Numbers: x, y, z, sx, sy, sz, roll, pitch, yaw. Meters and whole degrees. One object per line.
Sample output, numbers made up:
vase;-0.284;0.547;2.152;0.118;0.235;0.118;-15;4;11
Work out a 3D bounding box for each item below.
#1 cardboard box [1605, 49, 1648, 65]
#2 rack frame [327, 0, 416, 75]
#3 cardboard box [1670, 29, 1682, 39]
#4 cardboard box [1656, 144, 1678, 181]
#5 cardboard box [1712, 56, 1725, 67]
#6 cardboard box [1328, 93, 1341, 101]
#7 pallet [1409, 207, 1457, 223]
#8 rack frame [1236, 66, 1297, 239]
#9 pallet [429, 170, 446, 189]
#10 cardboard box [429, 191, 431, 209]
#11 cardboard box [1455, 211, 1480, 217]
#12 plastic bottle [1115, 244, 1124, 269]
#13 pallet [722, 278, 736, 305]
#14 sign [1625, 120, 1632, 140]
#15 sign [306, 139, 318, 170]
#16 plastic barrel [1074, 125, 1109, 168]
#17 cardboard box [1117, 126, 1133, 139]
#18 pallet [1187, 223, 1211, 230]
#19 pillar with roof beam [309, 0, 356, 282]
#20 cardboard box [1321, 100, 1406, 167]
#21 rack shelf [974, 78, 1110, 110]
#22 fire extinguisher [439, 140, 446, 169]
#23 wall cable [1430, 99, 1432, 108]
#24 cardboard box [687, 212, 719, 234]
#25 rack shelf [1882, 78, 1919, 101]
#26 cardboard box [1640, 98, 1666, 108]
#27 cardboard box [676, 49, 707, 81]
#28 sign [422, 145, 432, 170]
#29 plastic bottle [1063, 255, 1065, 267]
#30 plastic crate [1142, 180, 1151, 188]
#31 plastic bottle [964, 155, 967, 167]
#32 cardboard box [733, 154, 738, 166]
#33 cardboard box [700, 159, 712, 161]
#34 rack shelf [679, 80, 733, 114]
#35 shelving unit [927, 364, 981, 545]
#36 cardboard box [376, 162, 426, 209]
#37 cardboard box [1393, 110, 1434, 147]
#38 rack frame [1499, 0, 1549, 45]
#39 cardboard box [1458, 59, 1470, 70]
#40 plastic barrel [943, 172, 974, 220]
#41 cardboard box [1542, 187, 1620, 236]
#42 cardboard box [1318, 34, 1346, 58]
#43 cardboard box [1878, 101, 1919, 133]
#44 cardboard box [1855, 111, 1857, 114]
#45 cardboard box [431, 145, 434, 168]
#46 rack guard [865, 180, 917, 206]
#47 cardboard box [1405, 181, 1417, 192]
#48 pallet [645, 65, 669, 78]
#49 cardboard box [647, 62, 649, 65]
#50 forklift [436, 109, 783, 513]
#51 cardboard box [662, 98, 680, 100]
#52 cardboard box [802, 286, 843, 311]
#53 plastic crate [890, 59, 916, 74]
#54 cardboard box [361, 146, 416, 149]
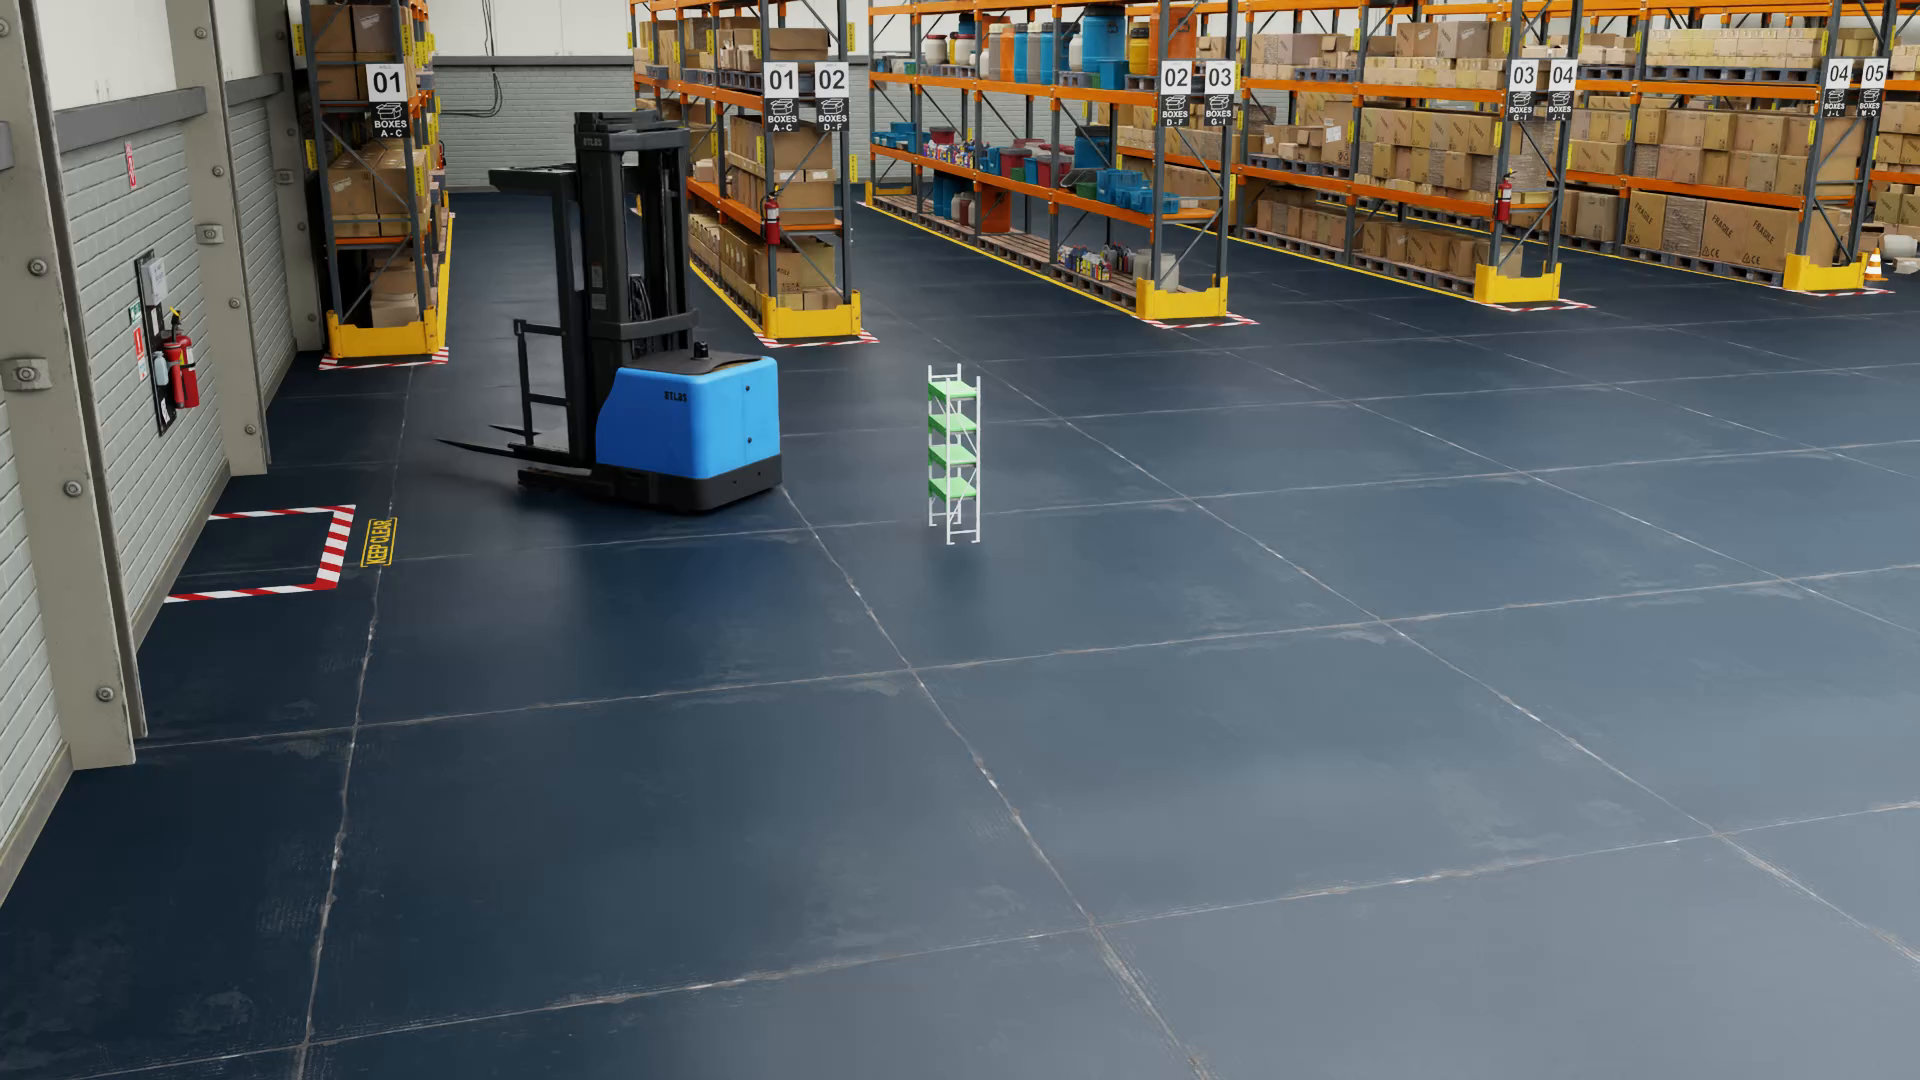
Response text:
cardboard box;11.061;-8.004;27.527;0.500;0.250;0.500;-5;17;-15
rack frame;-7.675;-7.542;21.416;1.000;3.000;0.127;-5;17;-15
cardboard box;11.323;-7.887;25.926;0.380;0.149;0.250;-5;17;-16
cardboard box;11.695;-6.028;26.544;0.875;0.550;0.550;-5;17;-15
cardboard box;11.601;-7.224;25.107;0.380;0.149;0.250;-4;17;-15
cardboard box;8.389;-9.625;36.353;0.500;0.500;0.500;-5;18;-17
pallet;9.765;-6.531;33.329;1.003;0.211;1.213;-5;17;-15
rack frame;5.513;-6.950;29.874;1.000;3.000;0.127;-5;17;-15
pallet;-8.476;-5.494;25.362;1.213;0.211;1.003;-5;17;-15
cardboard box;-7.254;-4.499;21.942;0.500;0.250;0.500;-5;17;-15
cardboard box;9.878;-6.479;31.923;0.500;0.500;0.500;-5;17;-16
plastic bottle;2.357;-4.185;24.511;0.144;0.351;0.185;-6;18;-18
pallet;-2.735;-3.502;23.244;1.003;0.211;1.213;-5;17;-15
sign;10.890;-6.678;27.096;0.100;0.325;0.005;-5;17;-15
sign;-7.115;-4.230;18.256;0.100;0.325;0.005;-5;17;-15
plastic barrel;2.035;-5.823;25.250;0.600;0.901;0.708;-5;17;-15
cardboard box;3.619;-8.653;35.287;0.500;0.250;0.500;-5;17;-16
pallet;5.037;-6.175;32.142;1.003;0.211;1.213;-5;17;-15
pillar with roof beam;-5.110;-8.560;24.808;9.100;9.000;0.400;-5;17;-15
cardboard box;6.529;-6.563;26.812;1.000;1.000;1.000;-5;17;-15
rack shelf;1.301;-7.097;26.401;1.077;0.370;4.000;-5;17;-15
fire extinguisher;-10.571;-7.850;33.655;0.296;0.674;0.183;-5;17;-15
wall cable;12.632;-12.106;45.273;0.588;1.984;0.122;-5;17;-15
cardboard box;-4.151;-5.152;26.965;0.500;0.311;0.500;-4;17;-13
rack shelf;16.691;-7.166;26.629;1.077;0.370;4.000;-5;17;-15
cardboard box;14.237;-8.802;34.129;0.500;0.500;0.500;-5;17;-16
cardboard box;-4.165;-7.770;27.217;0.910;0.500;0.500;-5;17;-15
sign;-7.156;-5.128;22.305;0.100;0.325;0.005;-5;17;-15
plastic bottle;1.572;-4.143;24.630;0.097;0.201;0.097;0;17;0
plastic crate;2.415;-5.096;23.961;0.499;0.251;0.616;-5;17;-15
plastic bottle;0.125;-6.665;29.272;0.097;0.201;0.097;0;17;0
cardboard box;-2.884;-5.189;22.712;0.380;0.149;0.250;-5;17;-17
cardboard box;-3.955;-6.021;26.936;0.500;0.311;0.500;-4;17;-12
rack shelf;-3.463;-6.706;25.100;1.077;0.370;4.000;-5;17;-15
shelving unit;-0.045;-0.620;11.932;0.258;1.200;0.503;-5;17;-15
cardboard box;-6.544;-4.152;19.483;0.500;0.500;0.500;-5;17;-15
cardboard box;6.768;-6.091;24.588;0.500;0.500;0.500;-5;17;-15
rack frame;10.310;-10.187;30.223;1.000;3.000;0.127;-5;17;-15
cardboard box;7.104;-6.560;22.932;0.380;0.149;0.250;-5;17;-15
plastic barrel;-0.021;-6.513;31.338;0.600;0.901;0.708;-5;17;-15
cardboard box;10.891;-5.763;29.103;1.050;0.750;0.750;-5;17;-15
cardboard box;6.158;-8.282;28.053;0.500;0.500;0.500;-4;17;-14
cardboard box;16.053;-7.157;28.136;0.700;0.500;0.500;-5;17;-16
cardboard box;19.187;-8.814;35.171;0.797;0.503;0.637;-5;17;-17
cardboard box;-8.797;-6.275;26.902;0.500;0.500;0.500;-4;17;-13
rack guard;-1.467;-7.579;36.315;1.175;0.500;0.348;-5;17;-15
cardboard box;6.807;-5.226;24.572;0.380;0.149;0.250;-5;17;-15
pallet;-5.000;-8.435;29.930;1.213;0.211;1.003;-5;17;-15
cardboard box;-5.629;-8.891;31.385;0.500;0.250;0.500;-5;17;-15
forklift;-2.940;-1.898;13.176;3.031;2.935;1.130;10;19;29
cardboard box;-5.824;-8.806;34.141;0.500;0.500;0.500;-5;17;-16
cardboard box;-1.748;-3.005;20.791;0.500;0.250;0.500;-5;17;-15
plastic crate;-1.135;-9.513;33.401;0.437;0.282;0.530;-5;17;-15
cardboard box;-7.929;-5.226;23.196;0.700;0.500;0.500;-3;17;-10
